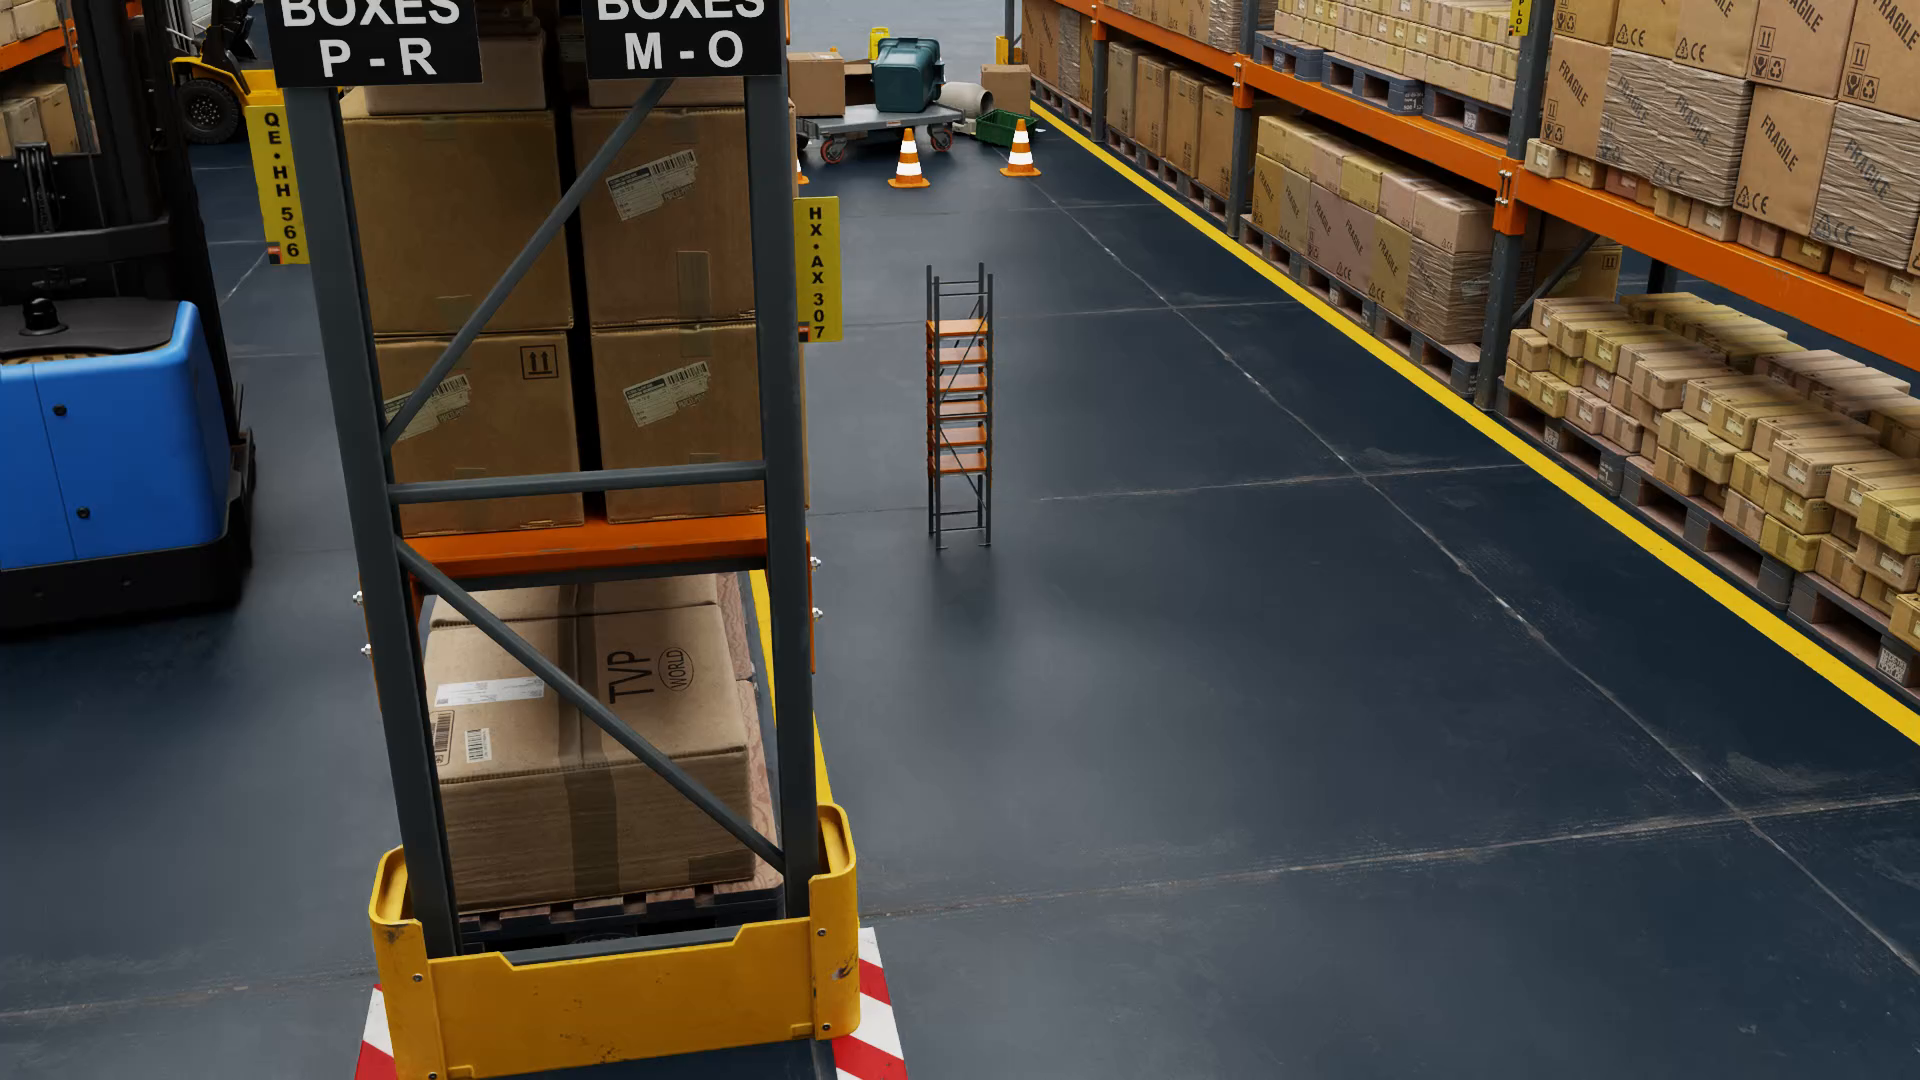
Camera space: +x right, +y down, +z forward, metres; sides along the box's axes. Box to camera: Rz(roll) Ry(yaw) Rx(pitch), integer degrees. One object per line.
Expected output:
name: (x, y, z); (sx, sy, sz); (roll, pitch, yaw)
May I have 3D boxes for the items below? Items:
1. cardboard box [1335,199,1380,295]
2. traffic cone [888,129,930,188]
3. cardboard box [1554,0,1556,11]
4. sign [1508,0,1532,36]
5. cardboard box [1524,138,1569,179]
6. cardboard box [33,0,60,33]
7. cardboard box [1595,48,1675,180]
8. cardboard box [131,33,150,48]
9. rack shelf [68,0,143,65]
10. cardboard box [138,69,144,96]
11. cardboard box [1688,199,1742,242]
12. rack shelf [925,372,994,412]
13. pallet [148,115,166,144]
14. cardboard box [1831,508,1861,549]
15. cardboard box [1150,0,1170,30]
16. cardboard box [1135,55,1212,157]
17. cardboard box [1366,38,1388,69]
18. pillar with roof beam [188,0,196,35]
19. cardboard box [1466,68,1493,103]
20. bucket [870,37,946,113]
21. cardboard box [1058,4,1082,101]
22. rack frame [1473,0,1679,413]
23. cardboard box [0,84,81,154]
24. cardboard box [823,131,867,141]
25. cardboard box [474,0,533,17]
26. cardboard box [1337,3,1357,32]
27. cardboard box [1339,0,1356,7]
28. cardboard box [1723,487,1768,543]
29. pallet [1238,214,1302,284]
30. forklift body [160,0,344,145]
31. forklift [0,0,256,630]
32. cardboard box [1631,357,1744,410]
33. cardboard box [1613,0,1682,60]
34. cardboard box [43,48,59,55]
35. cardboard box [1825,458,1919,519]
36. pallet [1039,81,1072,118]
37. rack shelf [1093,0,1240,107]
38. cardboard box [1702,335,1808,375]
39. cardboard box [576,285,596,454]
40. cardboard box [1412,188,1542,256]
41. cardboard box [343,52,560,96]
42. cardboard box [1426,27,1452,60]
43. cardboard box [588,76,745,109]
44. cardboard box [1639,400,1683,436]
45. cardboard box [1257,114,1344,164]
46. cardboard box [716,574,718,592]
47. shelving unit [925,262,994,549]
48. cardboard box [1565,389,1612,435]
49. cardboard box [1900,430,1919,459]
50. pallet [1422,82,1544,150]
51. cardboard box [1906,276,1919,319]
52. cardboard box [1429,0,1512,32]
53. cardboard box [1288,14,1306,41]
cardboard box: (2.676, -1.828, 10.286); (0.500, 0.500, 0.500); (-5, 24, -11)
traffic cone: (-0.438, -3.259, 14.133); (0.336, 0.463, 0.334); (-4, 24, -10)
cardboard box: (3.478, -2.952, 9.308); (0.380, 0.149, 0.250); (-5, 24, -10)
sign: (2.701, -2.593, 7.992); (0.100, 0.325, 0.005); (-4, 24, -10)
cardboard box: (2.976, -1.854, 8.061); (0.380, 0.149, 0.250); (-3, 24, -8)
cardboard box: (-7.607, -4.229, 13.372); (0.500, 0.250, 0.500); (-4, 24, -9)
cardboard box: (3.188, -1.879, 7.309); (0.500, 0.500, 0.500); (-4, 24, -10)
cardboard box: (-8.016, -4.684, 15.889); (0.500, 0.250, 0.500); (-5, 24, -11)
rack shelf: (-8.327, -4.934, 15.697); (1.077, 0.370, 4.000); (-4, 24, -10)
cardboard box: (-7.920, -4.248, 15.514); (0.500, 0.250, 0.500); (-5, 24, -10)
cardboard box: (3.268, -1.340, 6.883); (0.380, 0.149, 0.250); (-3, 24, -7)
rack shelf: (-0.003, -0.625, 6.993); (0.258, 0.103, 0.180); (-4, 24, -10)
pallet: (-8.292, -3.996, 16.134); (1.003, 0.211, 1.213); (-4, 24, -10)
cardboard box: (3.561, -0.058, 6.300); (0.380, 0.149, 0.250); (-5, 24, -10)
cardboard box: (1.877, -4.475, 13.625); (0.500, 0.500, 0.500); (-4, 24, -9)
cardboard box: (2.144, -3.796, 14.479); (1.050, 0.750, 0.750); (-4, 24, -10)
cardboard box: (2.684, -2.941, 10.025); (0.380, 0.149, 0.250); (-5, 24, -11)
pillar with roof beam: (-6.333, -11.137, 21.507); (9.100, 9.000, 0.400); (-4, 24, -10)
cardboard box: (2.929, -2.426, 8.846); (0.380, 0.149, 0.250); (-4, 24, -9)
bucket: (-0.525, -4.331, 15.609); (0.726, 0.611, 0.620); (4, 34, 9)
cardboard box: (1.548, -5.077, 17.257); (0.875, 0.875, 0.875); (-4, 24, -9)
rack frame: (3.245, -2.105, 8.321); (1.000, 3.000, 0.127); (-4, 24, -10)
cardboard box: (-7.850, -3.376, 13.675); (0.875, 0.625, 0.625); (-3, 24, -7)
cardboard box: (-1.121, -4.072, 16.241); (0.396, 0.266, 0.258); (18, 29, 36)
cardboard box: (-1.331, -1.348, 4.405); (0.380, 0.149, 0.250); (-4, 24, -9)
cardboard box: (2.595, -3.278, 10.426); (0.380, 0.149, 0.250); (-4, 24, -10)
cardboard box: (2.594, -3.419, 10.377); (0.380, 0.149, 0.250); (-3, 24, -7)
cardboard box: (3.374, -0.114, 6.800); (0.380, 0.149, 0.250); (-4, 24, -9)
pallet: (2.649, -2.093, 11.778); (1.003, 0.211, 1.213); (-4, 24, -10)
forklift body: (-6.553, -5.050, 16.126); (2.313, 2.155, 1.214); (-4, 24, -10)
forklift: (-3.864, -1.546, 7.127); (1.130, 2.935, 3.031); (-8, 25, -18)
cardboard box: (3.231, -0.697, 7.392); (0.380, 0.149, 0.250); (-4, 24, -9)
cardboard box: (3.200, -2.347, 7.130); (0.500, 0.500, 0.500); (-5, 24, -11)
cardboard box: (-8.347, -4.245, 14.882); (0.500, 0.250, 0.500); (-5, 24, -11)
cardboard box: (3.490, -0.182, 6.212); (0.380, 0.149, 0.250); (-5, 24, -12)
pallet: (1.473, -4.759, 17.884); (1.003, 0.211, 1.213); (-4, 24, -10)
rack shelf: (2.136, -4.135, 13.869); (1.077, 0.370, 4.000); (-4, 24, -10)
cardboard box: (3.678, -0.840, 7.719); (0.380, 0.149, 0.250); (-4, 24, -8)
cardboard box: (-1.288, -0.540, 4.613); (0.500, 0.500, 0.500); (-5, 24, -11)
cardboard box: (2.859, -1.770, 9.216); (0.500, 0.250, 0.500); (-5, 24, -11)
cardboard box: (-1.309, -1.005, 4.429); (0.500, 0.500, 0.500); (-4, 24, -10)
cardboard box: (2.830, -2.769, 9.260); (0.380, 0.149, 0.250); (-5, 24, -11)
cardboard box: (-0.654, -1.087, 3.806); (0.380, 0.149, 0.250); (-4, 24, -9)
cardboard box: (3.288, -0.558, 7.446); (0.380, 0.149, 0.250); (-3, 24, -7)
cardboard box: (2.395, -2.780, 11.528); (0.500, 0.250, 0.500); (-5, 24, -12)
cardboard box: (-1.424, -0.110, 6.431); (0.875, 0.438, 0.875); (-5, 24, -11)
shelving unit: (-0.003, -0.556, 7.023); (0.258, 1.200, 0.189); (-4, 24, -10)
cardboard box: (3.143, -0.625, 7.971); (0.380, 0.149, 0.250); (-4, 24, -10)
cardboard box: (3.963, -0.331, 6.553); (0.380, 0.149, 0.250); (-3, 24, -8)
pallet: (3.247, -2.328, 9.073); (1.003, 0.211, 1.213); (-4, 24, -10)
cardboard box: (3.507, -0.820, 5.694); (0.380, 0.149, 0.250); (-4, 24, -8)
cardboard box: (2.834, -2.909, 9.208); (0.380, 0.149, 0.250); (-4, 24, -10)
cardboard box: (2.440, -3.459, 11.211); (0.380, 0.149, 0.250); (-3, 24, -7)
